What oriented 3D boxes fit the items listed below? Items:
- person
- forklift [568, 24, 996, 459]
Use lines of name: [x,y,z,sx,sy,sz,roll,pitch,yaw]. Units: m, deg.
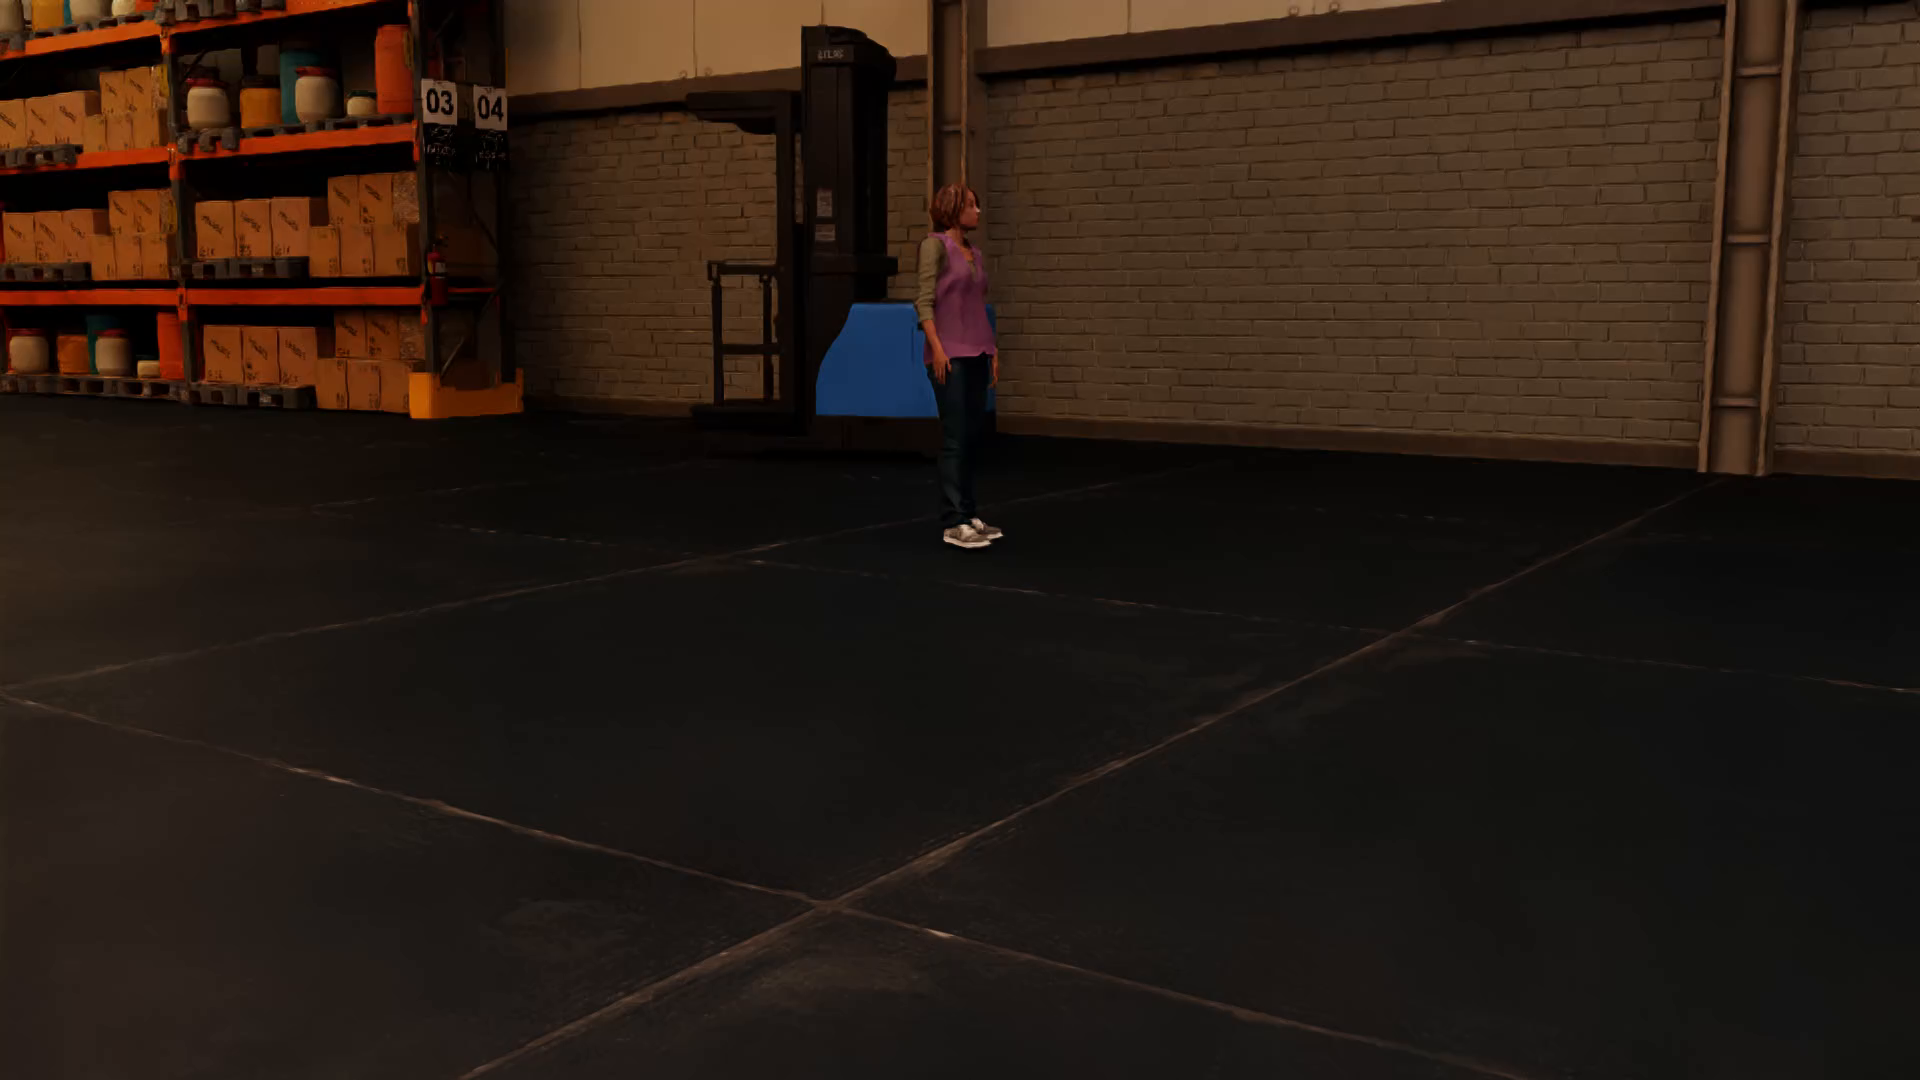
person: [0.054,-0.790,7.438,0.474,1.597,0.520,5,10,34]
forklift: [-1.308,-2.089,11.886,3.031,2.935,1.130,2,8,14]
